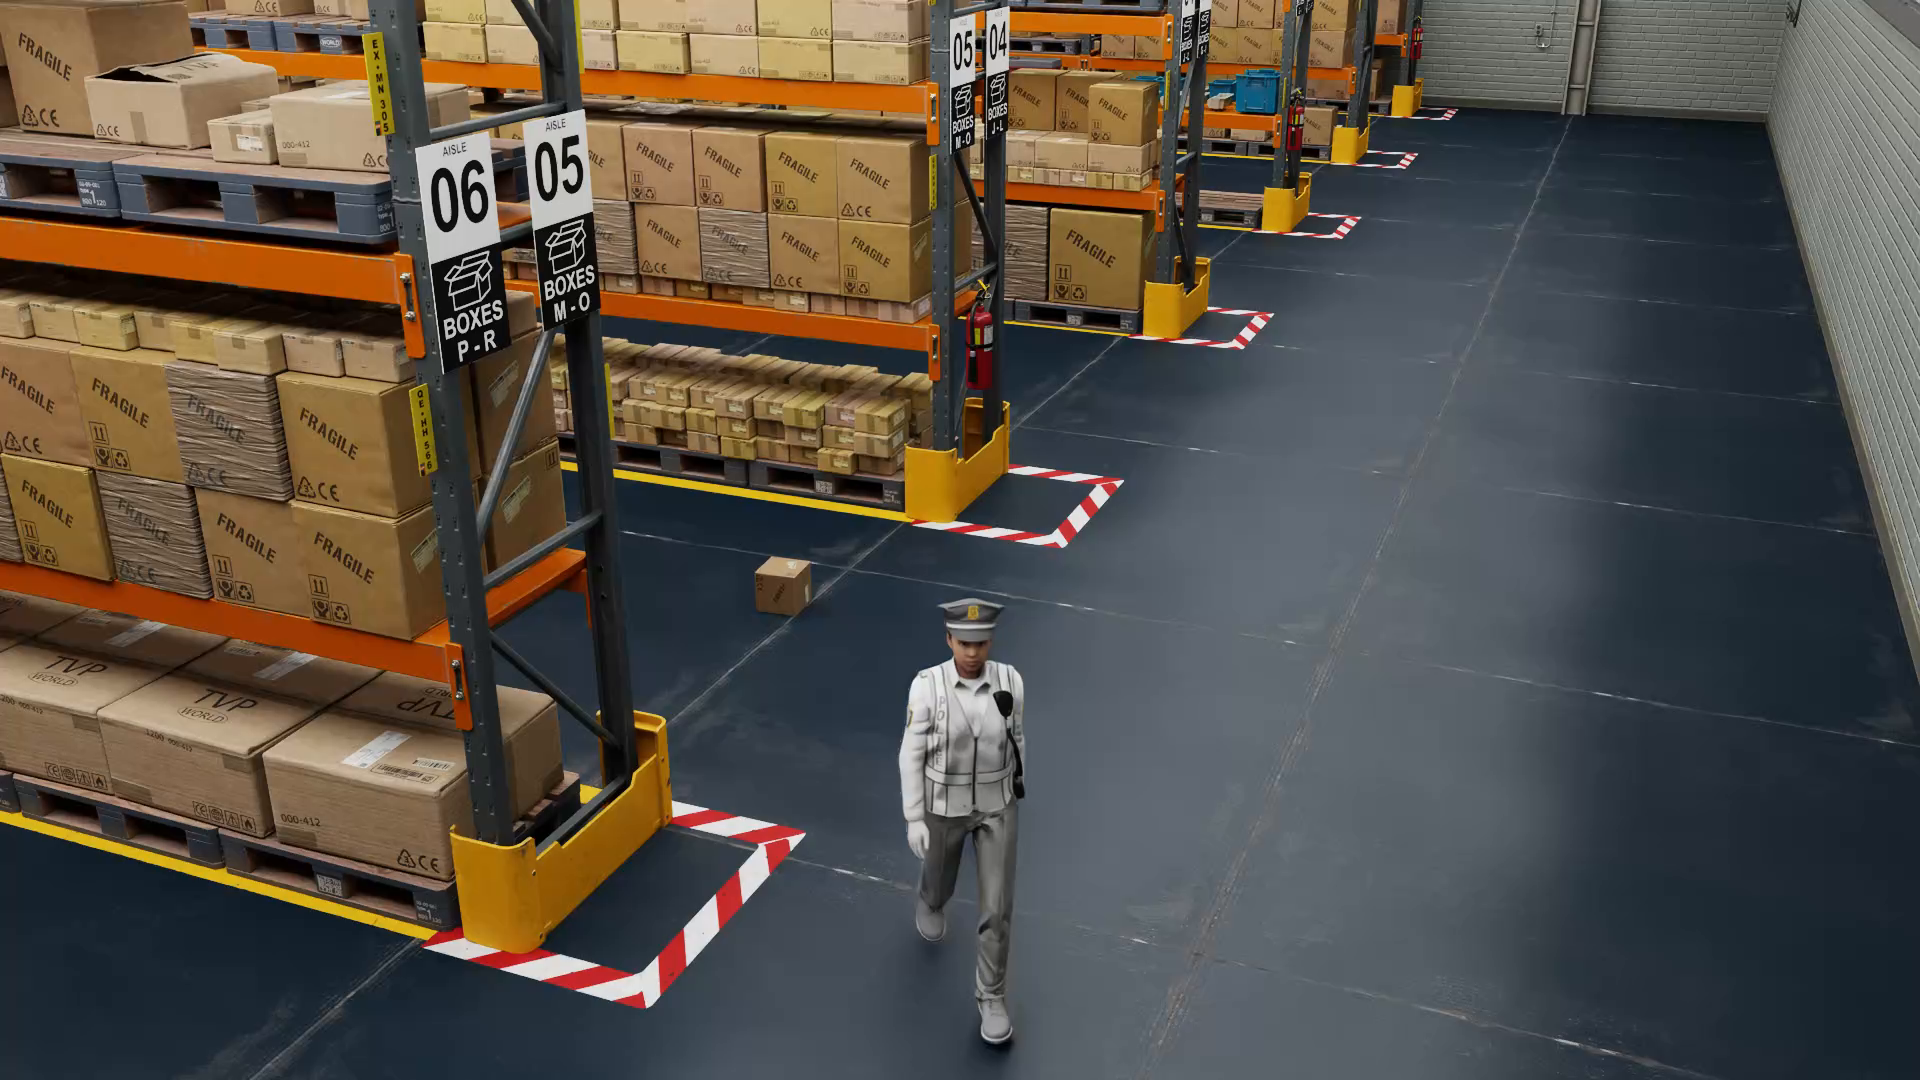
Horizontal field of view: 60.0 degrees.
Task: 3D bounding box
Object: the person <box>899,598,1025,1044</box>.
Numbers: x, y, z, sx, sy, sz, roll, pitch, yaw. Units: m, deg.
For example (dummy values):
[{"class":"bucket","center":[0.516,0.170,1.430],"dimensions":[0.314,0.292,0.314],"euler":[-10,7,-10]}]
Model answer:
[{"class":"person","center":[0.012,0.962,6.211],"dimensions":[0.484,1.655,0.840],"euler":[-3,23,-7]}]
